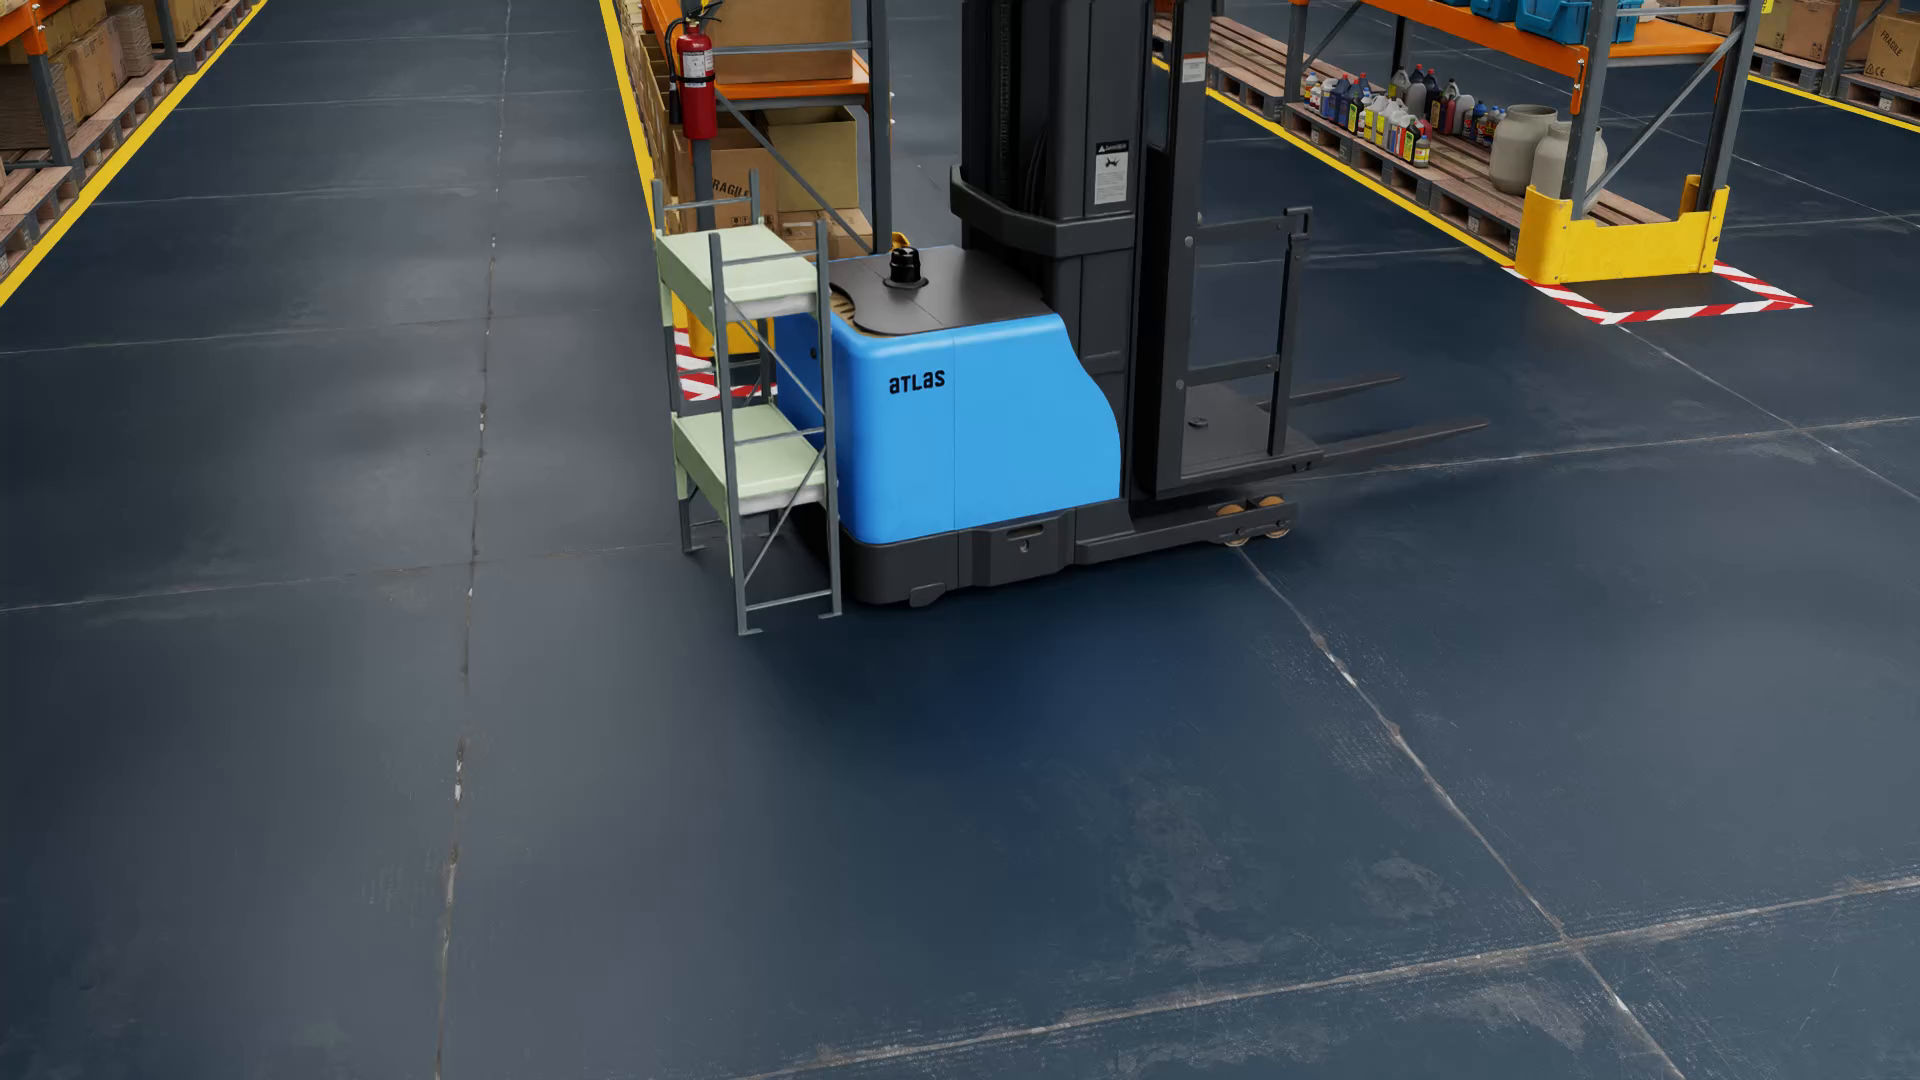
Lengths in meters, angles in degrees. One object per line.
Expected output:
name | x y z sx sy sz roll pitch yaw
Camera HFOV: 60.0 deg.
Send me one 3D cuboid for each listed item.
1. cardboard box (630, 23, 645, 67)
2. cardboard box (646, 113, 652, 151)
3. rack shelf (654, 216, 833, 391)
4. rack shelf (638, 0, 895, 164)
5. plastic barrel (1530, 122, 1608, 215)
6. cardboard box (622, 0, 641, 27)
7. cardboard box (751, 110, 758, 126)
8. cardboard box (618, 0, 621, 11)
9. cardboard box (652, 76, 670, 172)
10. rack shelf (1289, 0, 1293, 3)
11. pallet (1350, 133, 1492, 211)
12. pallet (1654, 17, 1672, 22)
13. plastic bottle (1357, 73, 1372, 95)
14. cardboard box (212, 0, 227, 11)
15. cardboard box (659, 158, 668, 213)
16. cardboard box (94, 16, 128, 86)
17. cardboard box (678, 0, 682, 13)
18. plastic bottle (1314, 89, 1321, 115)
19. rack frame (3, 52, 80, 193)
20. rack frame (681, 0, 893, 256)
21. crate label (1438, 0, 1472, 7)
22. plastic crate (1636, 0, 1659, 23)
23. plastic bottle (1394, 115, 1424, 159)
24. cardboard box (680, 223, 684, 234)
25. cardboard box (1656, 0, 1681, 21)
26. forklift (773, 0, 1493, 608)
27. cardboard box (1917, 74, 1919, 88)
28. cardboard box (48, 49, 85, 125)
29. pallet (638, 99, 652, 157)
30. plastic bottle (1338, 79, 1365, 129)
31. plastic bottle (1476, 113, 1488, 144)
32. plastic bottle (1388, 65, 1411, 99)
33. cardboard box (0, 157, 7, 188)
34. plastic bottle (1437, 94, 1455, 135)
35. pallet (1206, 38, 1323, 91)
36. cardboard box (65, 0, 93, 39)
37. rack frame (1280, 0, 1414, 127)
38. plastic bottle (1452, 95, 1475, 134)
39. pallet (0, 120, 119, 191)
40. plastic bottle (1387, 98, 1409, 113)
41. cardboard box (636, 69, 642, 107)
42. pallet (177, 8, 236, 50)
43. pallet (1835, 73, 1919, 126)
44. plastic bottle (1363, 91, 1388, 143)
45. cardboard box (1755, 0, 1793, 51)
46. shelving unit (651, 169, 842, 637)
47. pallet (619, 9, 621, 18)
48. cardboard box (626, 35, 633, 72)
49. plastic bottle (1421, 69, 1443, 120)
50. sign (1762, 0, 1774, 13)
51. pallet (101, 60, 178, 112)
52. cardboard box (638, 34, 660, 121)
cardboard box | -2.360 -3.988 13.286 0.500 0.311 0.500 -6 27 -12
cardboard box | -1.947 -2.908 11.768 0.500 0.250 0.500 -6 27 -12
rack shelf | -0.777 -0.856 5.915 0.431 0.370 0.720 -11 29 -21
rack shelf | -1.305 -2.983 10.130 1.077 0.370 4.000 -6 27 -12
plastic barrel | 3.749 -2.286 10.244 0.421 0.512 0.421 0 27 0
cardboard box | -2.699 -4.659 14.615 0.500 0.311 0.500 -7 28 -13
cardboard box | -0.998 -2.417 9.962 0.500 0.500 0.500 -6 27 -12
cardboard box | -3.213 -5.633 16.867 0.500 0.500 0.500 -7 28 -13
cardboard box | -1.616 -2.583 10.293 0.500 0.500 0.500 -6 27 -12
rack shelf | 2.620 -5.240 14.602 1.077 0.370 4.000 -6 27 -12
pallet | 3.460 -2.603 11.673 1.003 0.211 1.213 -6 27 -12
pallet | 7.170 -5.355 17.124 1.003 0.211 1.213 -6 27 -12
plastic bottle | 2.989 -3.316 12.442 0.144 0.351 0.185 -6 27 -12
cardboard box | -7.908 -5.755 16.743 0.750 0.750 0.750 -5 27 -10
cardboard box | -1.613 -2.249 10.462 0.500 0.250 0.500 -6 27 -12
cardboard box | -7.267 -3.965 13.563 0.700 0.500 0.500 -6 27 -12
cardboard box | -1.415 -3.581 10.405 0.700 0.500 0.500 -6 27 -11
plastic bottle | 2.761 -3.357 12.690 0.097 0.201 0.097 0 27 0
rack frame | -6.581 -3.678 10.707 1.000 3.000 0.127 -6 27 -12
rack frame | -0.854 -2.426 8.228 1.000 3.000 0.127 -6 27 -12
crate label | 3.294 -3.724 10.760 0.502 0.435 0.616 -6 27 -12
plastic crate | 4.084 -3.235 10.124 0.298 0.136 0.250 -6 27 -12
plastic bottle | 3.101 -2.783 11.470 0.152 0.276 0.135 -6 27 -11
cardboard box | -1.263 -1.592 9.160 0.500 0.250 0.500 -6 27 -12
cardboard box | 7.303 -5.489 16.581 0.700 0.500 0.500 -8 28 -16
forklift | 0.816 -1.485 6.440 3.031 2.935 1.130 -11 29 -21
cardboard box | 8.084 -3.828 13.313 0.500 0.500 0.500 2 27 5
cardboard box | -6.929 -3.301 12.248 0.700 0.500 0.500 -6 27 -13
pallet | -1.960 -3.257 12.968 1.003 0.211 1.213 -6 27 -12
plastic bottle | 2.891 -3.218 12.248 0.144 0.351 0.185 -7 28 -14
plastic bottle | 3.745 -2.940 11.864 0.097 0.201 0.097 0 27 0
plastic bottle | 3.356 -3.429 12.667 0.144 0.351 0.185 -6 27 -12
cardboard box | -6.432 -2.377 10.787 0.380 0.166 0.250 -10 28 -18
plastic bottle | 3.542 -3.105 12.099 0.061 0.283 0.133 -6 27 -12
pallet | 2.578 -4.316 15.067 1.003 0.211 1.213 -6 27 -12
cardboard box | -7.082 -4.056 12.911 0.500 0.250 0.500 -6 27 -12
rack frame | 3.071 -4.684 12.700 1.000 3.000 0.127 -6 27 -12
plastic bottle | 3.646 -3.113 12.123 0.152 0.276 0.135 -5 27 -11
pallet | -6.758 -2.774 12.012 1.003 0.211 1.213 -6 27 -12
plastic bottle | 3.125 -3.024 11.947 0.152 0.276 0.135 -6 27 -12
cardboard box | -2.244 -3.517 12.975 0.500 0.250 0.500 -6 27 -12
pallet | -7.859 -5.077 16.574 1.003 0.211 1.213 -6 27 -12
pallet | 8.082 -3.650 13.748 1.003 0.211 1.213 -6 27 -12
plastic bottle | 2.987 -3.031 11.879 0.144 0.351 0.185 -6 27 -12
cardboard box | 7.690 -4.750 15.118 0.700 0.500 0.500 -6 27 -12
shelving unit | -0.777 -0.508 6.091 0.431 1.500 0.755 -11 29 -21
pallet | -3.060 -5.559 17.530 1.003 0.211 1.213 -6 27 -12
cardboard box | -2.588 -4.190 14.308 0.500 0.250 0.500 -7 28 -13
plastic bottle | 3.540 -3.360 12.529 0.144 0.351 0.185 -7 28 -14
sign | 4.509 -3.105 9.266 0.100 0.325 0.005 -6 27 -12
pallet | -7.308 -3.846 14.135 1.003 0.211 1.213 -6 27 -12
cardboard box | -1.956 -3.242 11.597 0.500 0.500 0.500 -6 27 -12
